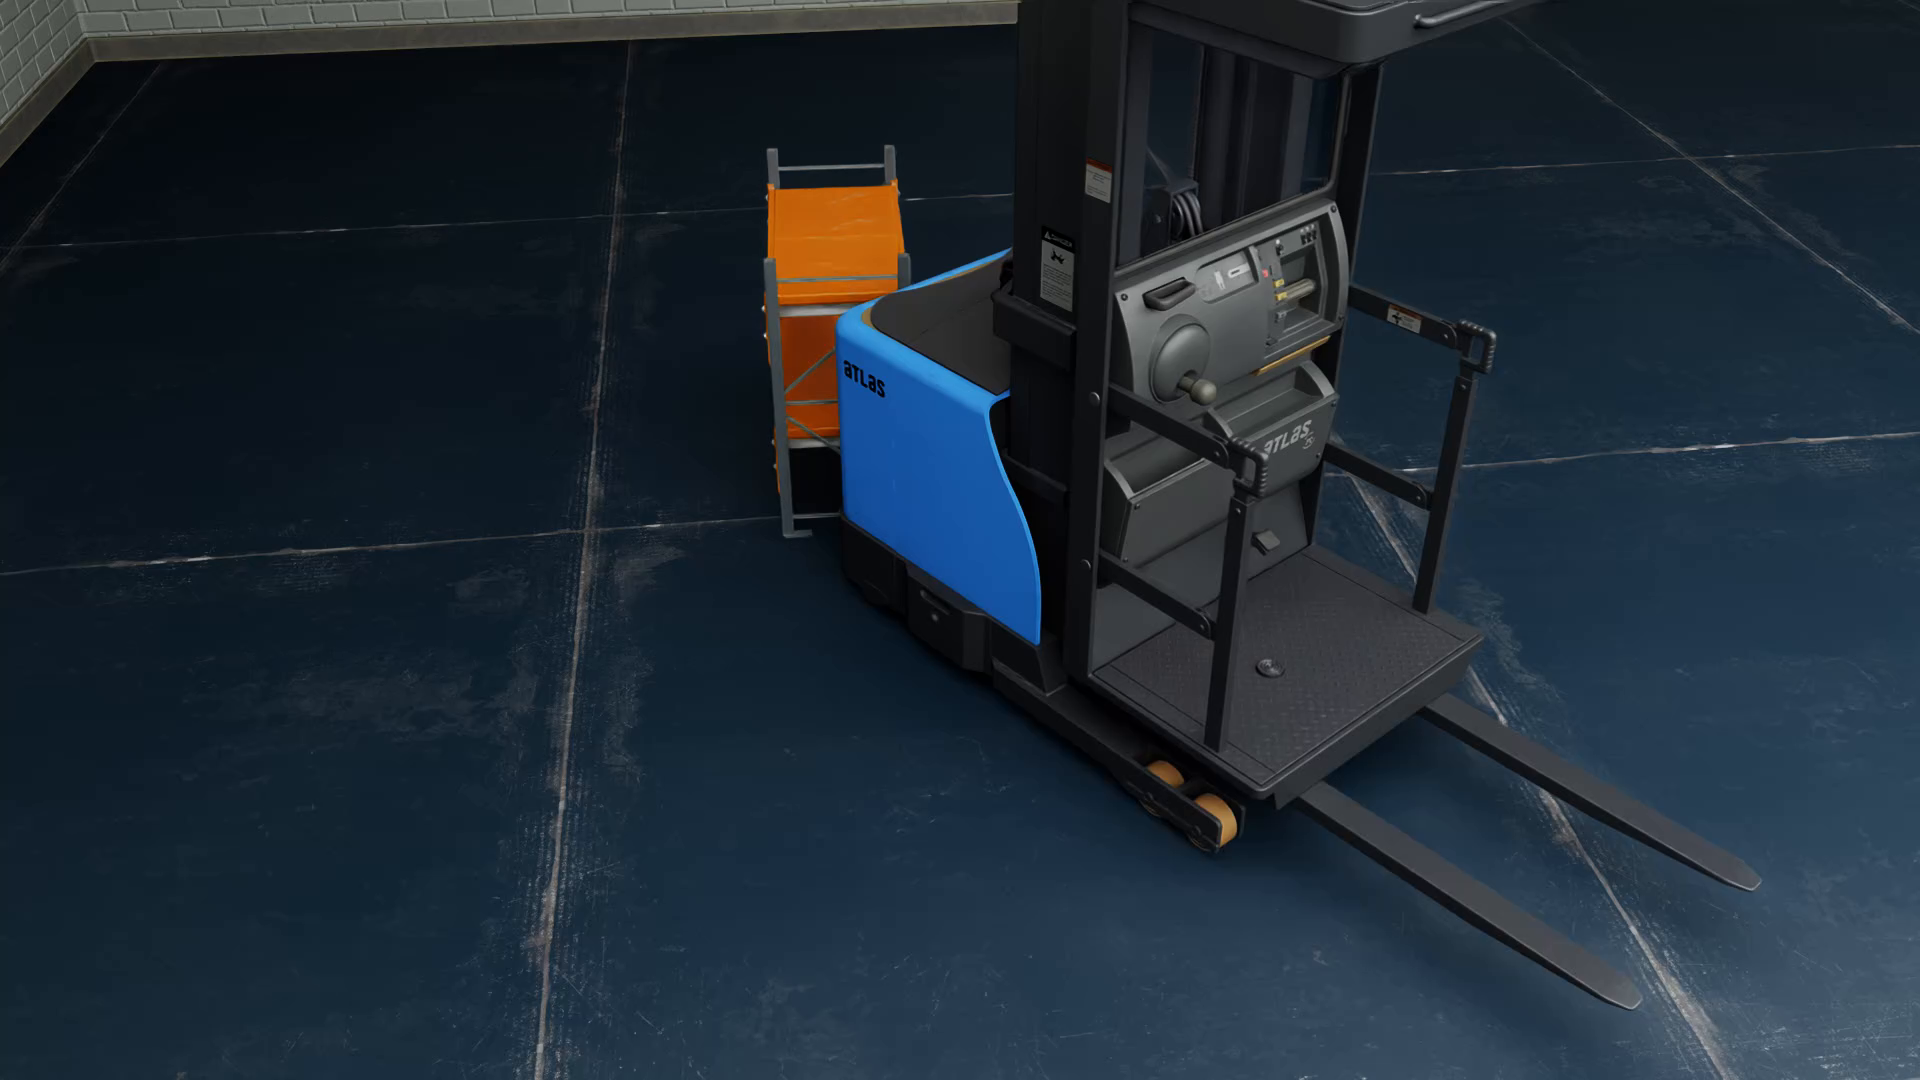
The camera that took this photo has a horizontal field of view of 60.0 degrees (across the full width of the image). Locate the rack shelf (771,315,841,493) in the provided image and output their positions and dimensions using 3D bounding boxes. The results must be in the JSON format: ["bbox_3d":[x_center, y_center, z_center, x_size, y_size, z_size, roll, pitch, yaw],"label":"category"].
[{"bbox_3d":[-0.462,-0.580,6.537,0.538,0.278,1.000,-3,34,-4],"label":"rack shelf"}]

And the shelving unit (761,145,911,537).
[{"bbox_3d":[-0.462,-0.782,6.399,0.538,1.125,1.048,-3,34,-4],"label":"shelving unit"}]

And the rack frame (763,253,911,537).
[{"bbox_3d":[-0.419,-0.497,5.980,0.500,1.125,0.032,-3,34,-4],"label":"rack frame"}]

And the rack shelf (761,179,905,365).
[{"bbox_3d":[-0.462,-1.024,6.234,0.538,0.278,1.000,-3,34,-4],"label":"rack shelf"}]

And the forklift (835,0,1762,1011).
[{"bbox_3d":[0.923,-0.620,4.558,1.130,2.935,3.031,-26,42,-33],"label":"forklift"}]

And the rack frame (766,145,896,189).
[{"bbox_3d":[-0.505,-1.067,6.818,0.500,1.125,0.032,-3,34,-4],"label":"rack frame"}]
